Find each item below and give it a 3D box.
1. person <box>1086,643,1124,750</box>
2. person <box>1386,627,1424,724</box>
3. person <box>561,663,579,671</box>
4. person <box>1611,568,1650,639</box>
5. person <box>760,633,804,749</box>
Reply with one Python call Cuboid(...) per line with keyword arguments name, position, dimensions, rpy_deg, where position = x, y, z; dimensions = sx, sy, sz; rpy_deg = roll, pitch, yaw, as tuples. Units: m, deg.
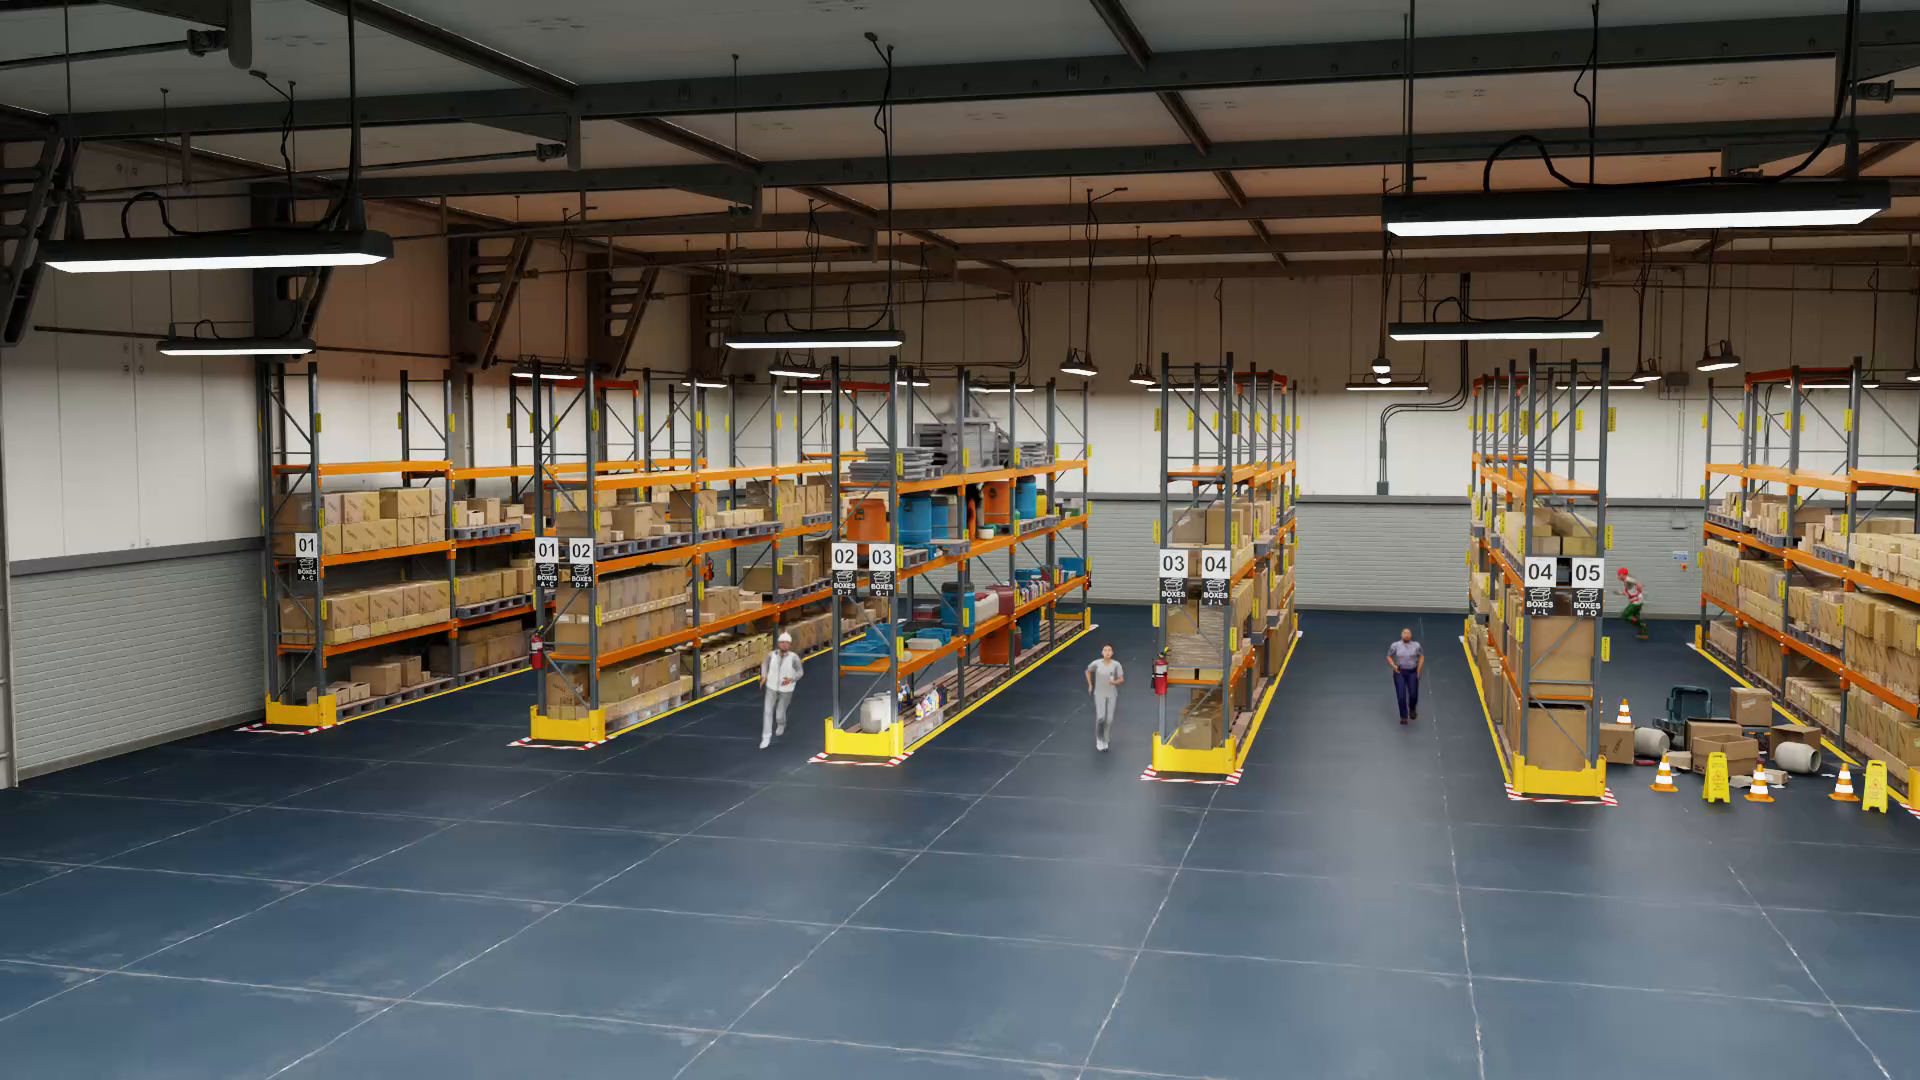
Cuboid(name="person", position=(2.210, 2.507, 25.299), dimensions=(0.552, 1.391, 0.613), rpy_deg=(0, 4, -2))
Cuboid(name="person", position=(7.413, 2.254, 27.696), dimensions=(0.609, 1.612, 0.546), rpy_deg=(1, 4, 13))
Cuboid(name="person", position=(-7.138, 2.010, 30.646), dimensions=(0.566, 1.657, 0.548), rpy_deg=(1, 4, 8))
Cuboid(name="person", position=(15.543, 1.469, 38.511), dimensions=(0.854, 1.637, 0.688), rpy_deg=(1, 4, 19))
Cuboid(name="person", position=(-2.780, 2.317, 25.935), dimensions=(0.697, 1.753, 0.860), rpy_deg=(0, 4, 6))
